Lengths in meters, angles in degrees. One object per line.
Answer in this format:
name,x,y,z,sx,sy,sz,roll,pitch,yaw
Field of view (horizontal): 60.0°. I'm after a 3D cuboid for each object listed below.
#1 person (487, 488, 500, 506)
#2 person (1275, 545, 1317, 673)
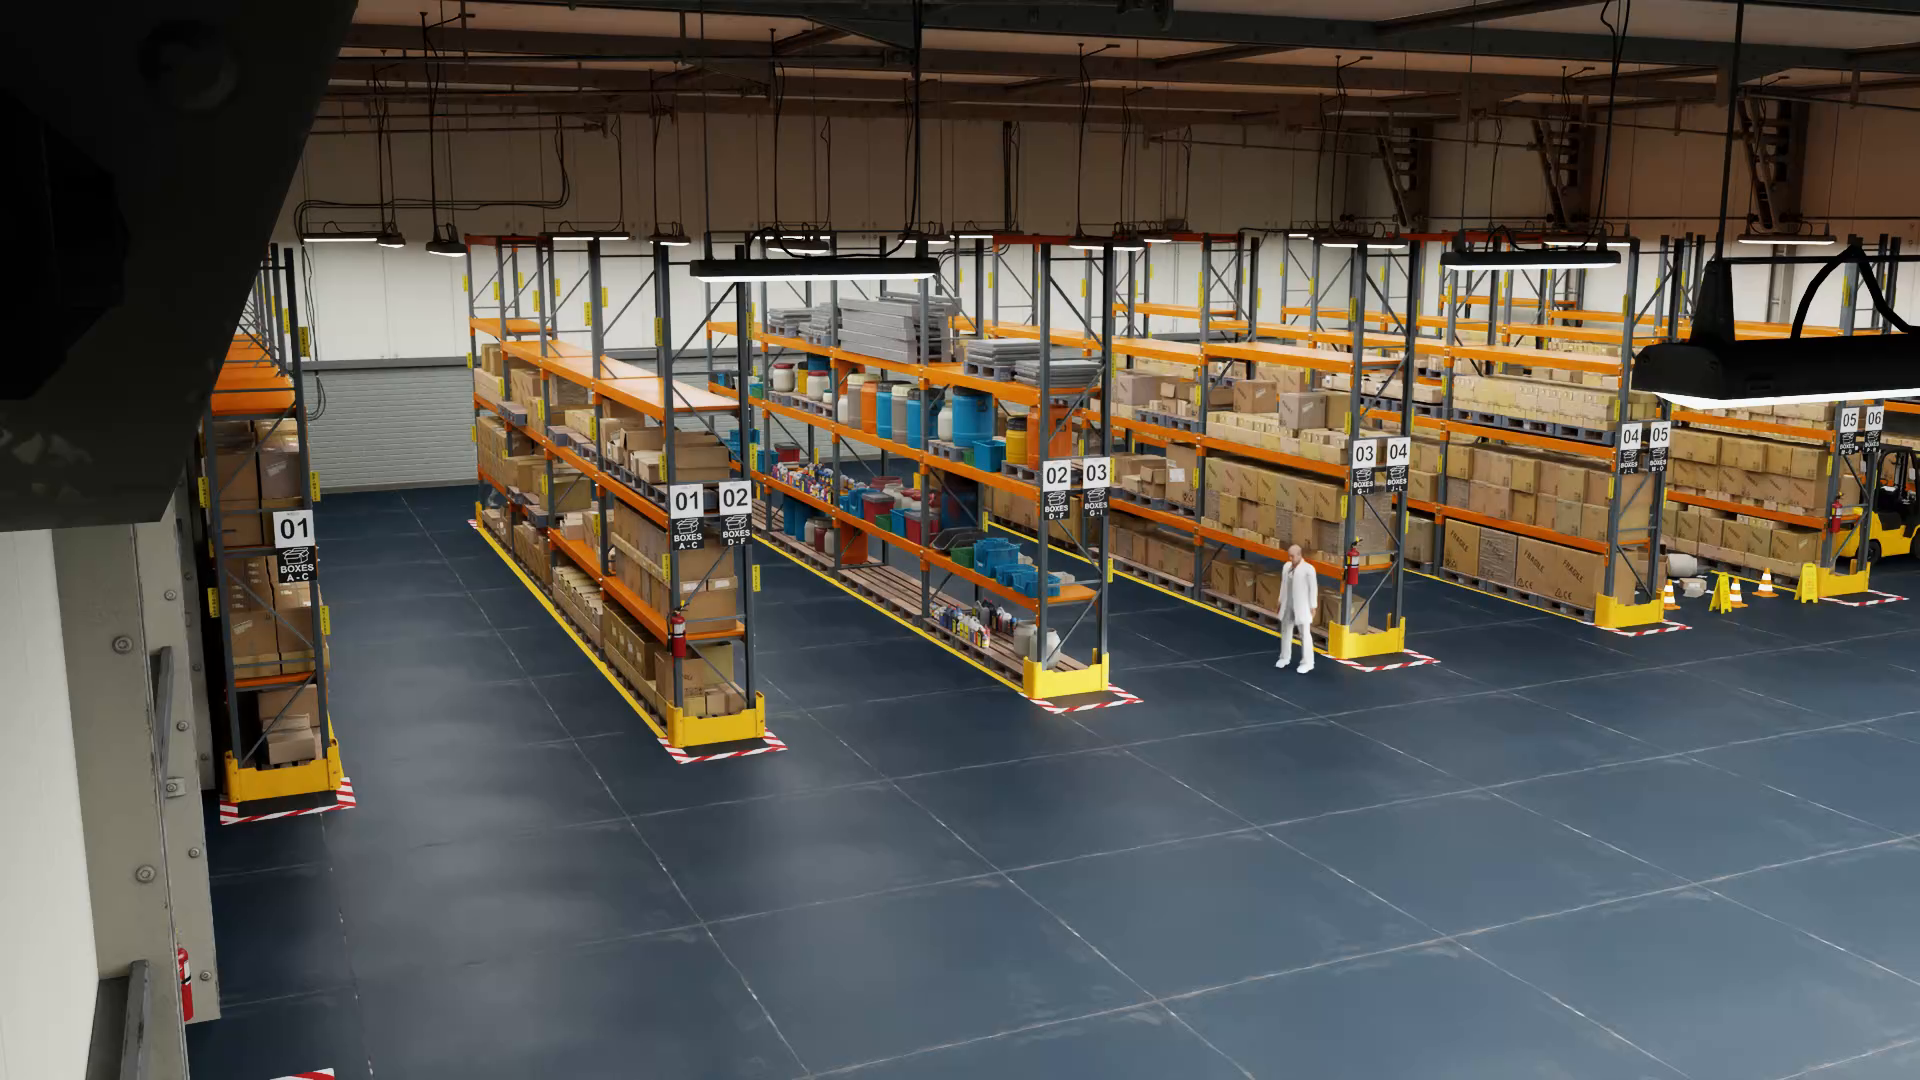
person,-9.995,-1.479,36.463,0.907,1.633,0.539,8,13,34
person,4.721,0.948,23.535,0.424,1.776,0.643,-9,14,-39
